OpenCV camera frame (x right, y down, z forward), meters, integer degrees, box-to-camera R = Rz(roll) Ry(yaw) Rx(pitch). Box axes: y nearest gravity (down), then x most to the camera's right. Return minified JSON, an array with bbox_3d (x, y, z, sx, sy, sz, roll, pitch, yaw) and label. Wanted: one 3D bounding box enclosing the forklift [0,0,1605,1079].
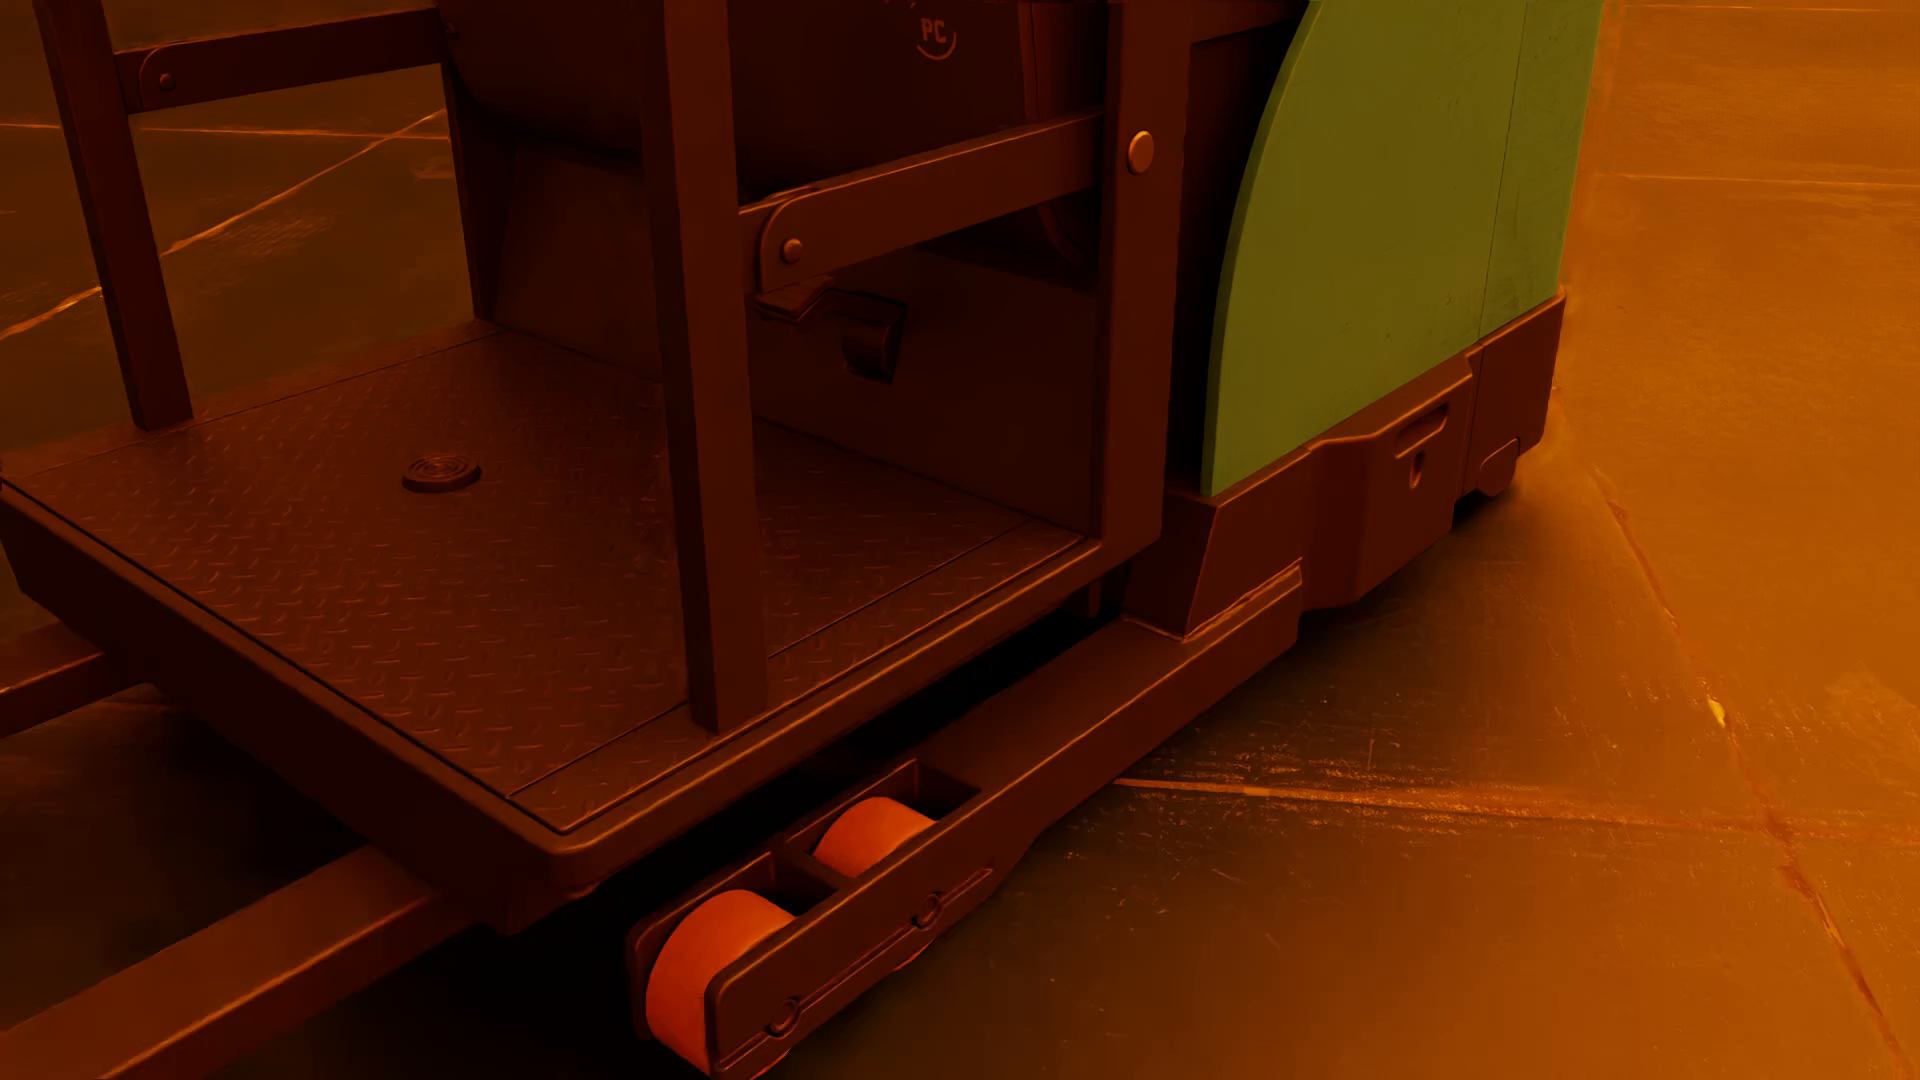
[{"bbox_3d":[-0.397,-1.075,1.371,1.130,2.935,3.031,21,33,36],"label":"forklift"}]
